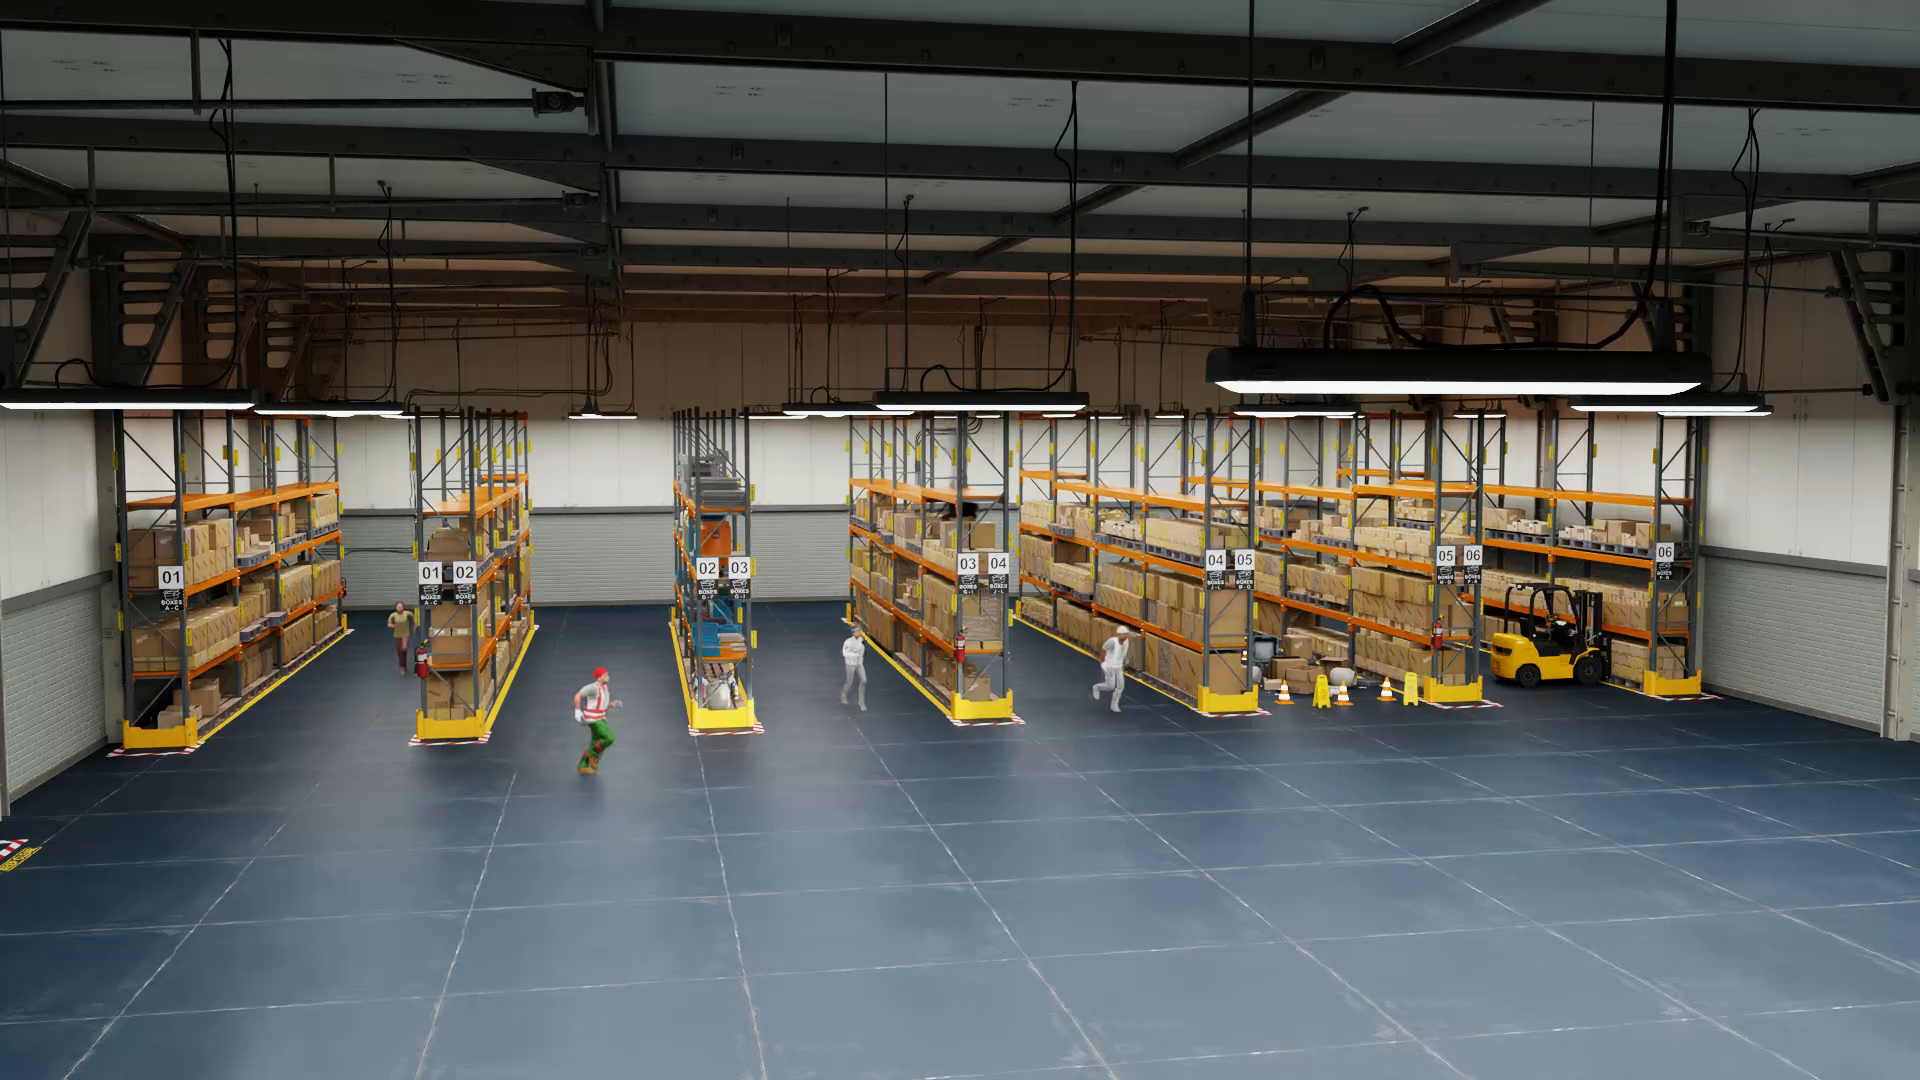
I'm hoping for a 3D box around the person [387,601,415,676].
[{"bbox_3d":[-12.665,2.210,37.731,0.600,1.680,0.802,-1,4,-16],"label":"person"}]

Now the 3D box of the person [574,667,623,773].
[{"bbox_3d":[-5.844,2.924,26.938,0.739,1.727,0.708,1,4,13],"label":"person"}]

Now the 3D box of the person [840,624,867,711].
[{"bbox_3d":[-2.131,2.526,33.229,0.637,1.731,0.876,-3,5,-39],"label":"person"}]

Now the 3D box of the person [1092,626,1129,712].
[{"bbox_3d":[3.008,2.541,33.070,0.903,1.719,0.681,4,6,43],"label":"person"}]
